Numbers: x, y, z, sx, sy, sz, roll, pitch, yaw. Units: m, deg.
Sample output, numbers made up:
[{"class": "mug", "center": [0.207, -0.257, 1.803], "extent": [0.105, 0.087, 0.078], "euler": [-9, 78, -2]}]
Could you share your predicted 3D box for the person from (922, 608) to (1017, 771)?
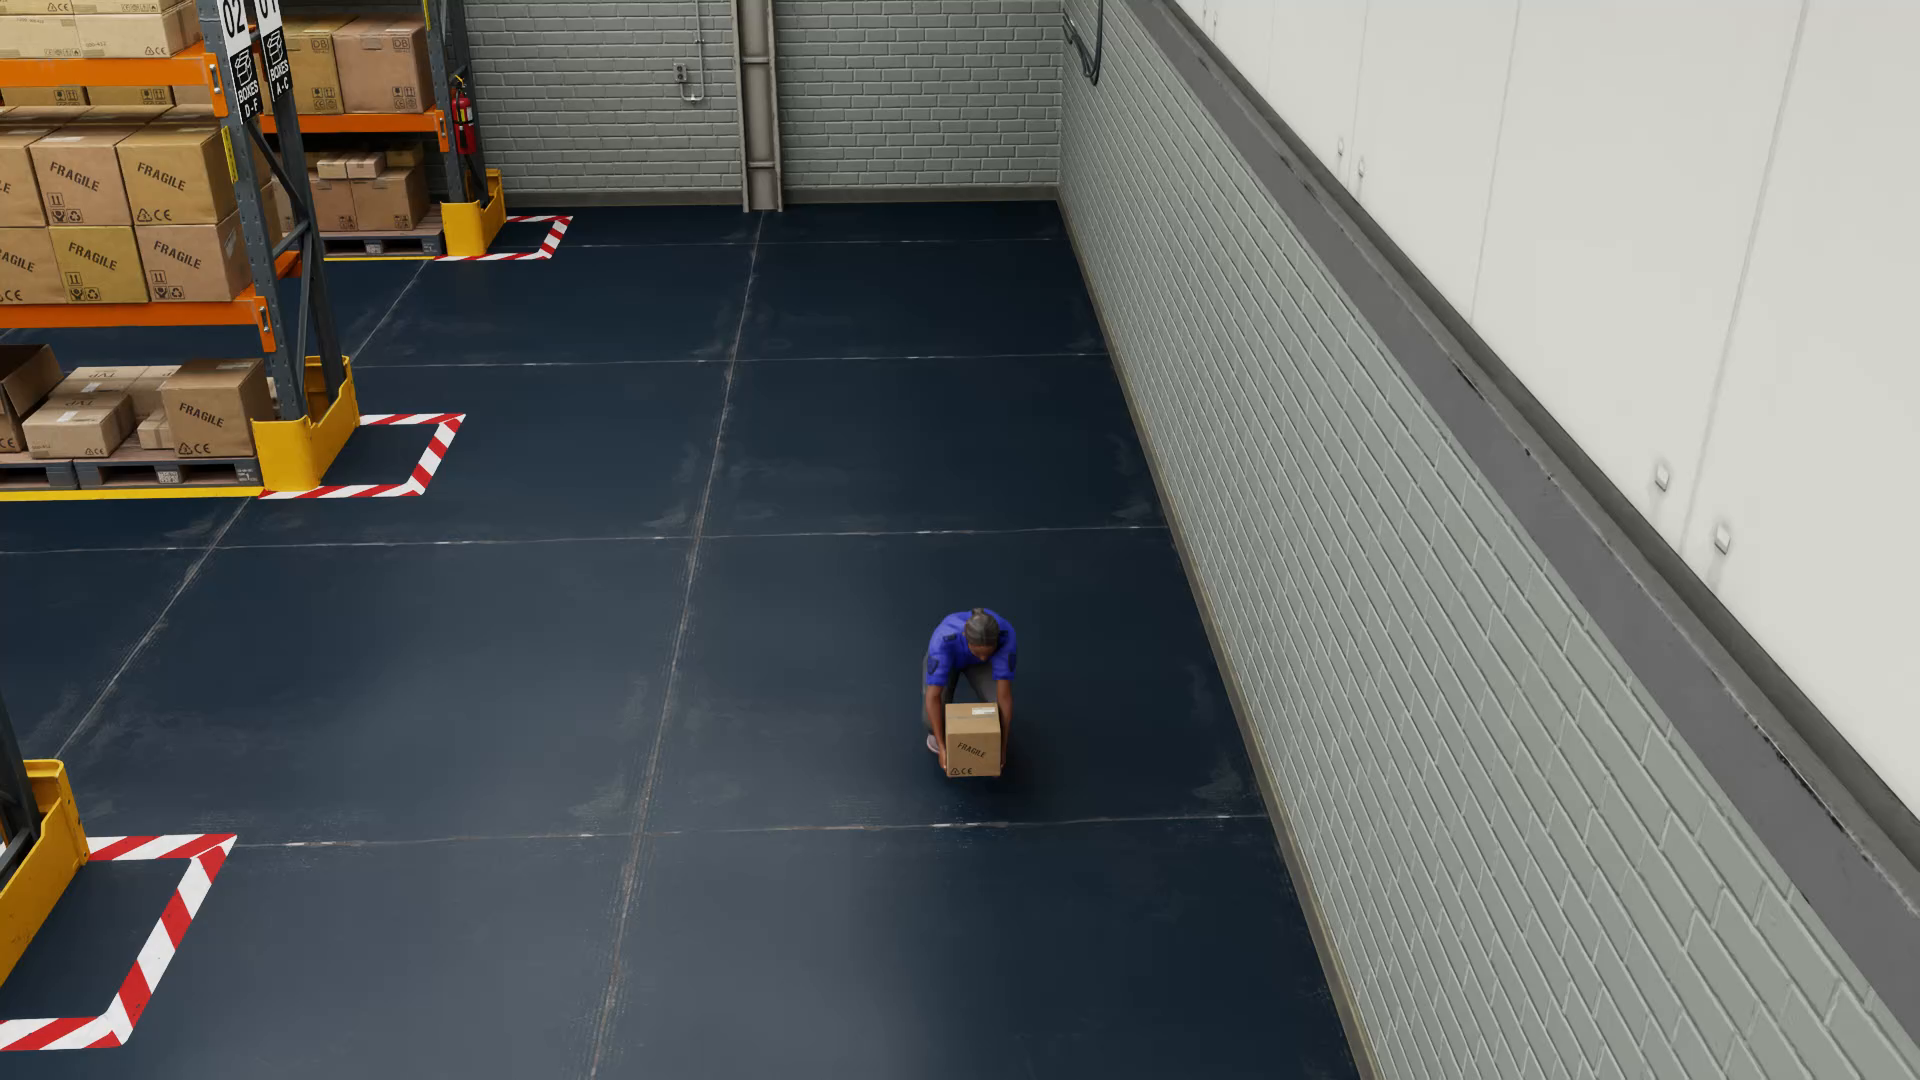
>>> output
[{"class": "person", "center": [0.039, 0.676, 8.126], "extent": [0.465, 0.945, 0.830], "euler": [-2, 28, -4]}]
